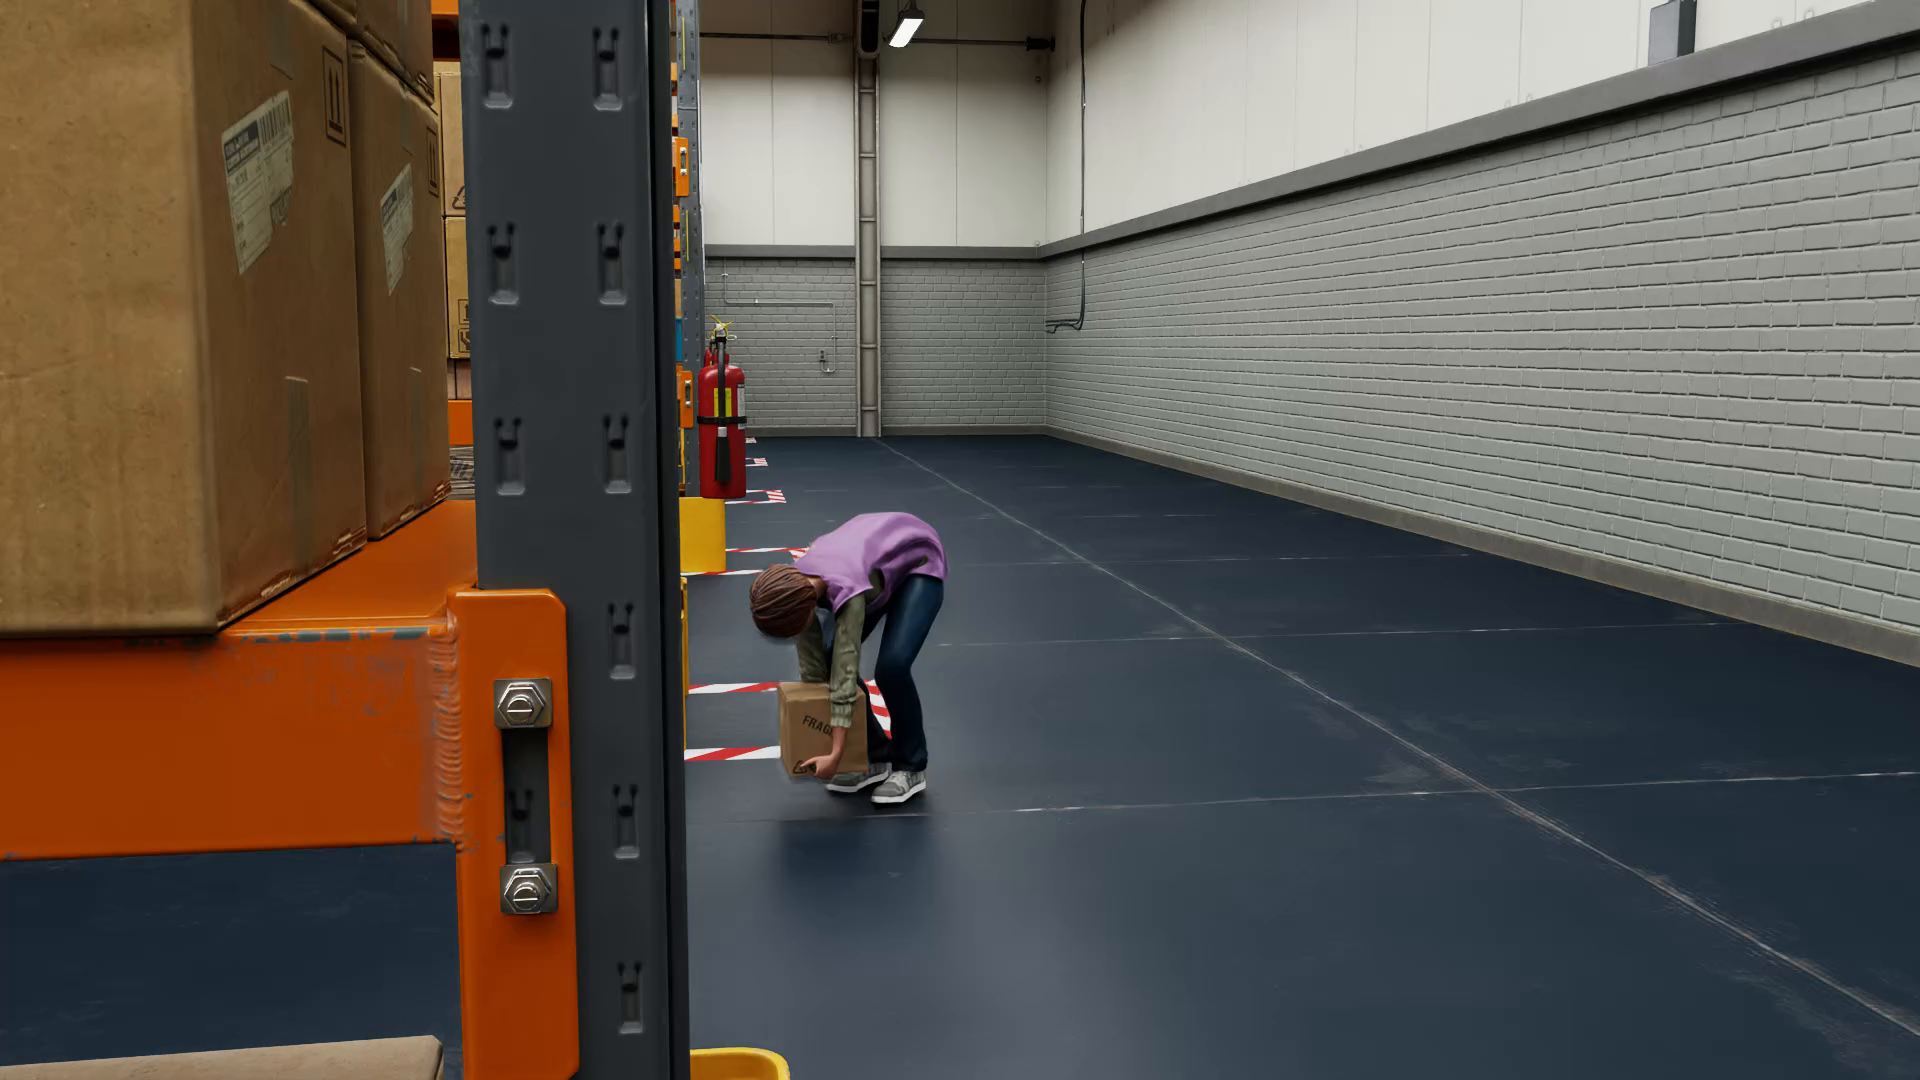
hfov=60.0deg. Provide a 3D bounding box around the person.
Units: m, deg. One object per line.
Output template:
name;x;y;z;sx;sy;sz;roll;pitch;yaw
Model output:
person;-0.362;0.397;5.421;0.405;0.950;0.864;5;8;35
